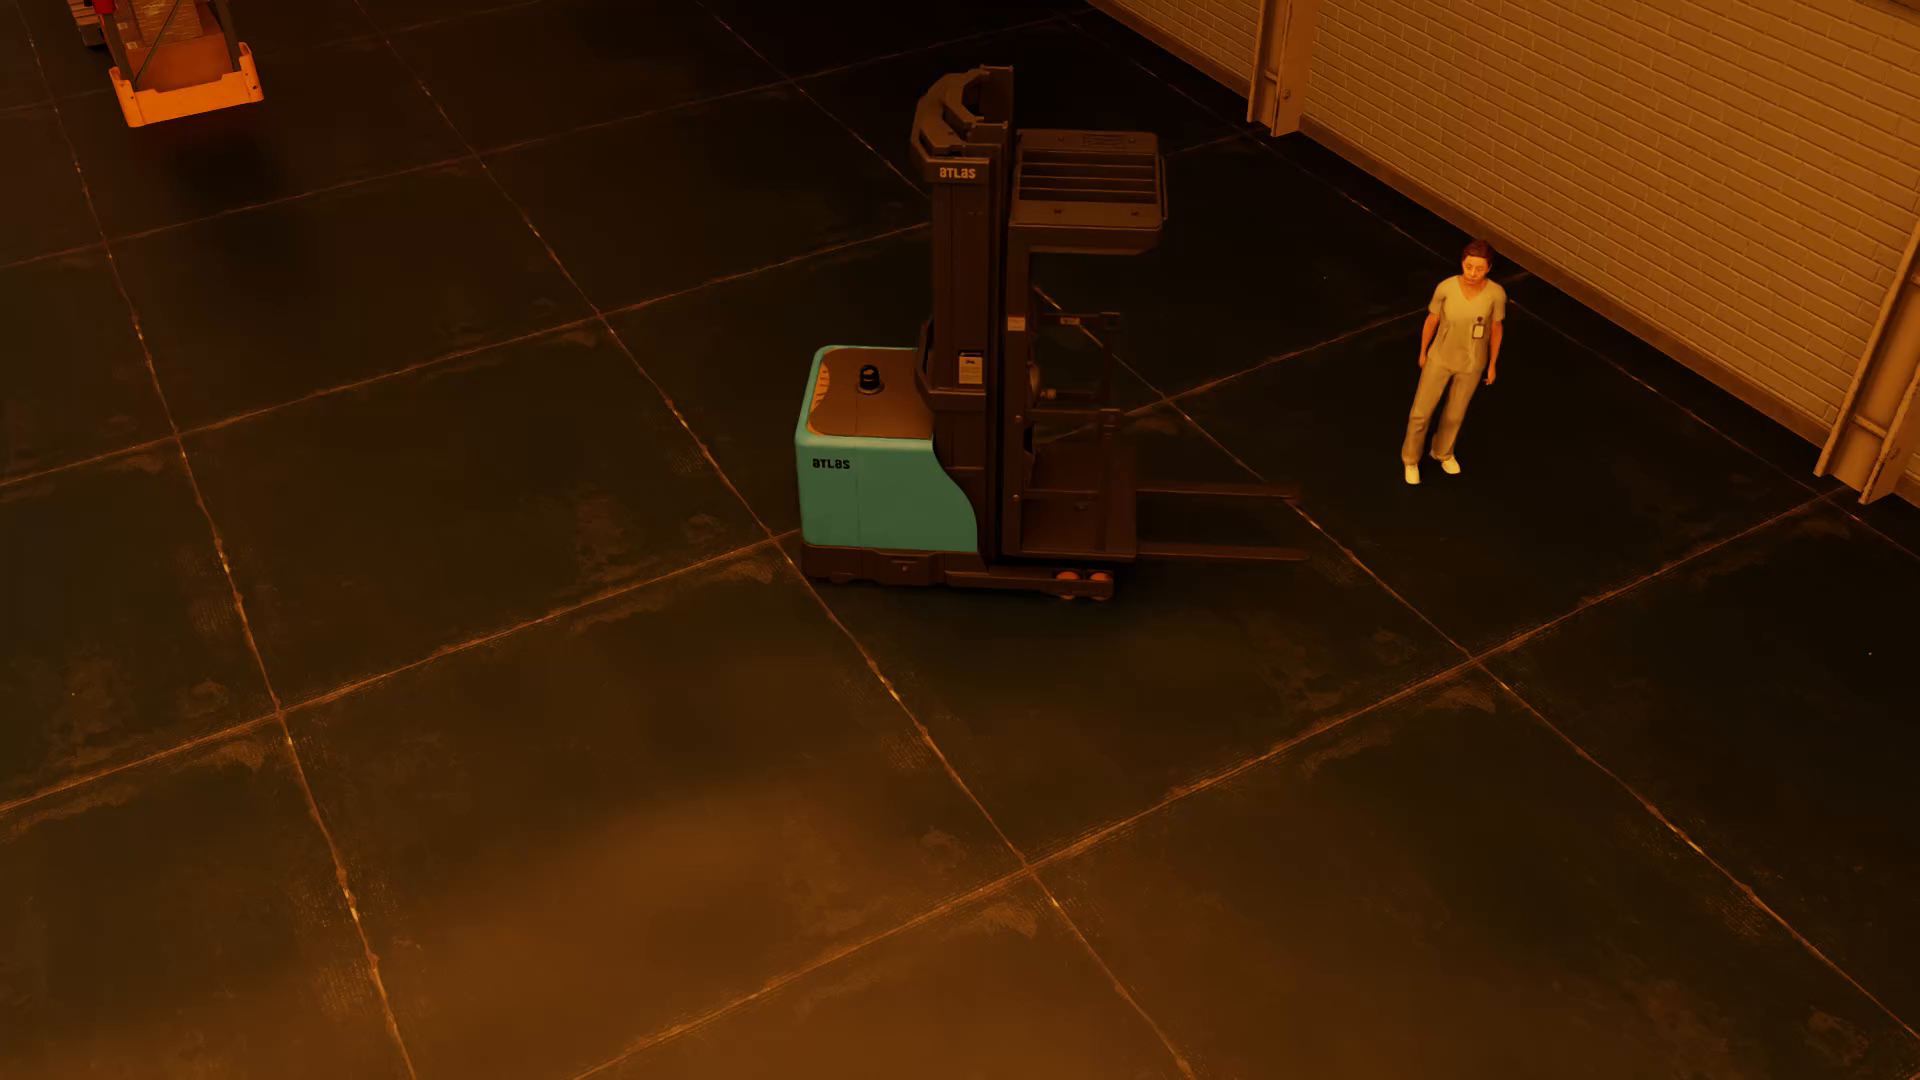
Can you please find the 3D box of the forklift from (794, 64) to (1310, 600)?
[{"bbox_3d":[0.587,-1.122,9.389,3.031,2.935,1.130,2,40,3],"label":"forklift"}]

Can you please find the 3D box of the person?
[{"bbox_3d":[3.097,-1.093,10.359,0.493,1.660,0.454,12,41,14],"label":"person"}]
